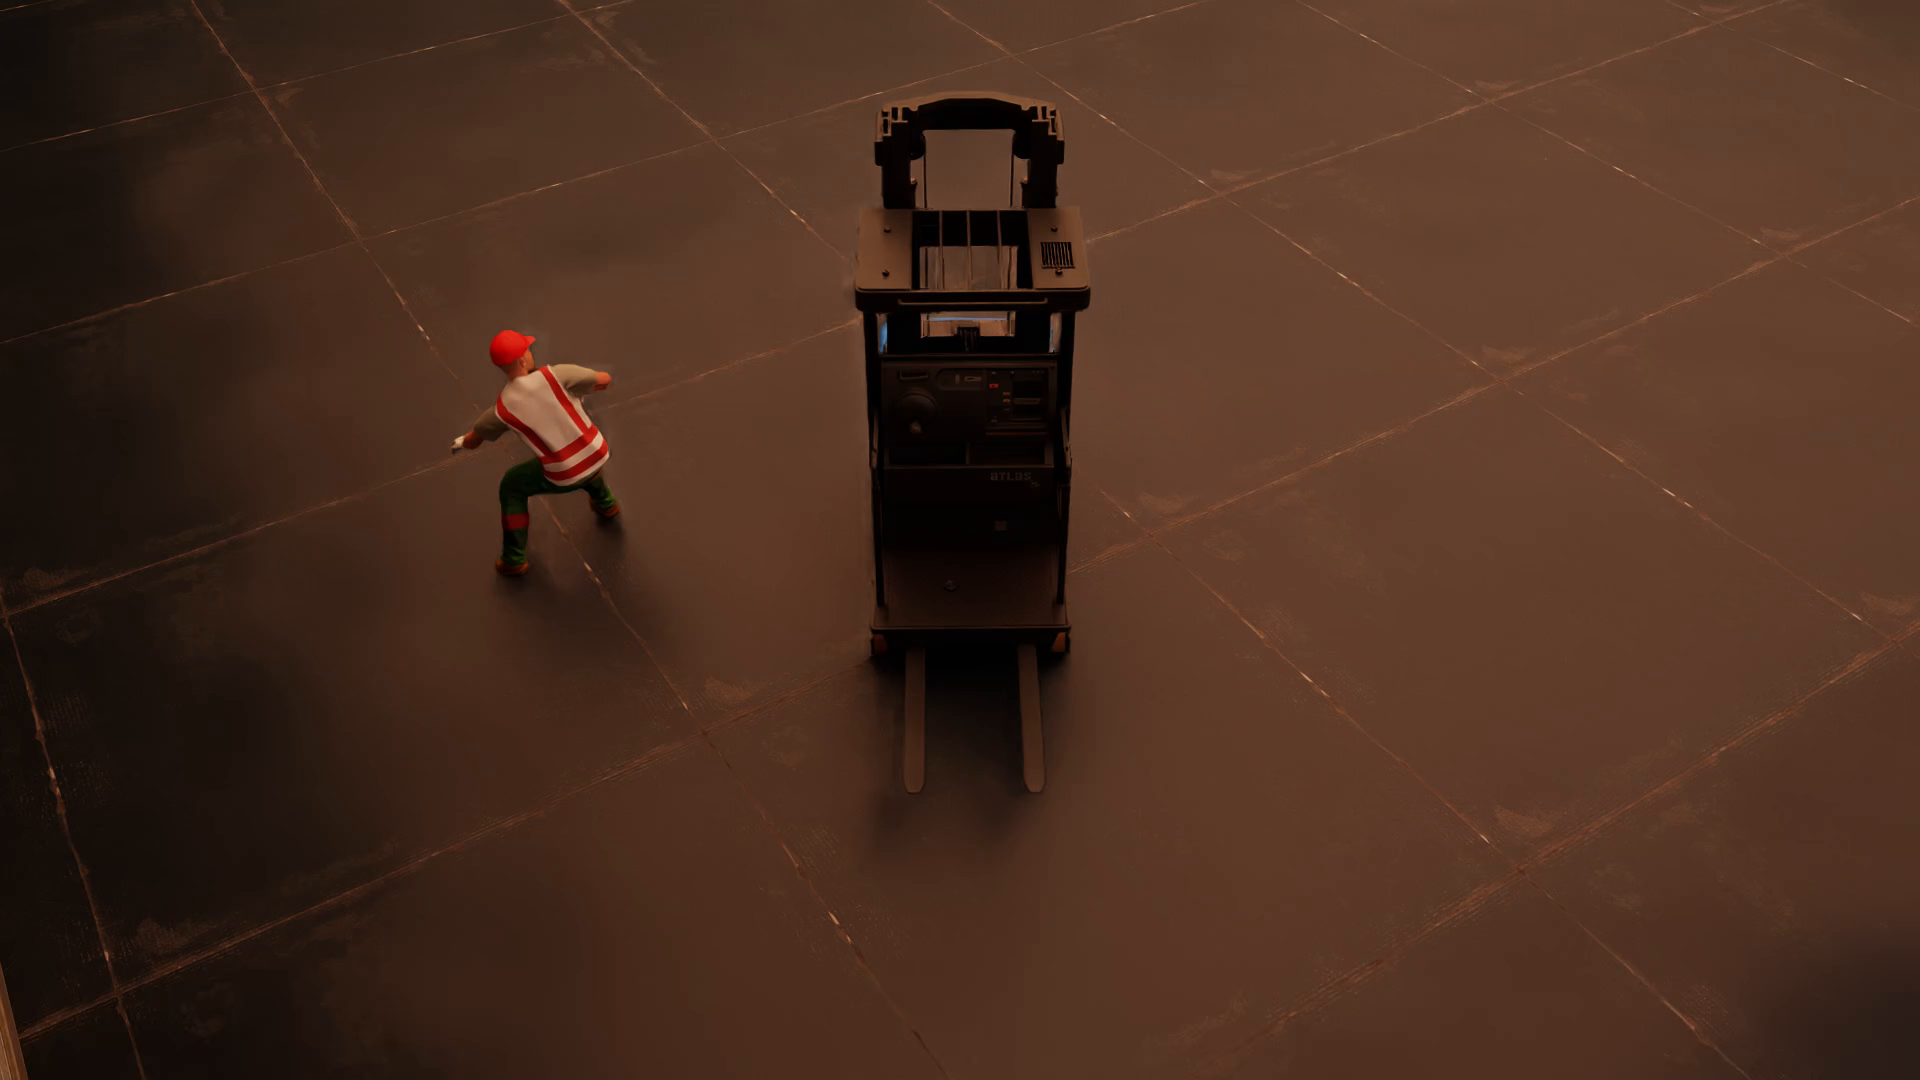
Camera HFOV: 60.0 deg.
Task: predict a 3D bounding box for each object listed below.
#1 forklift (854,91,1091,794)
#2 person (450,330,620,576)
[{"bbox_3d":[0.052,-0.669,8.636,1.130,2.935,3.031,-1,41,-1],"label":"forklift"},{"bbox_3d":[-2.449,-0.560,9.632,0.852,1.528,0.853,-29,49,-29],"label":"person"}]
